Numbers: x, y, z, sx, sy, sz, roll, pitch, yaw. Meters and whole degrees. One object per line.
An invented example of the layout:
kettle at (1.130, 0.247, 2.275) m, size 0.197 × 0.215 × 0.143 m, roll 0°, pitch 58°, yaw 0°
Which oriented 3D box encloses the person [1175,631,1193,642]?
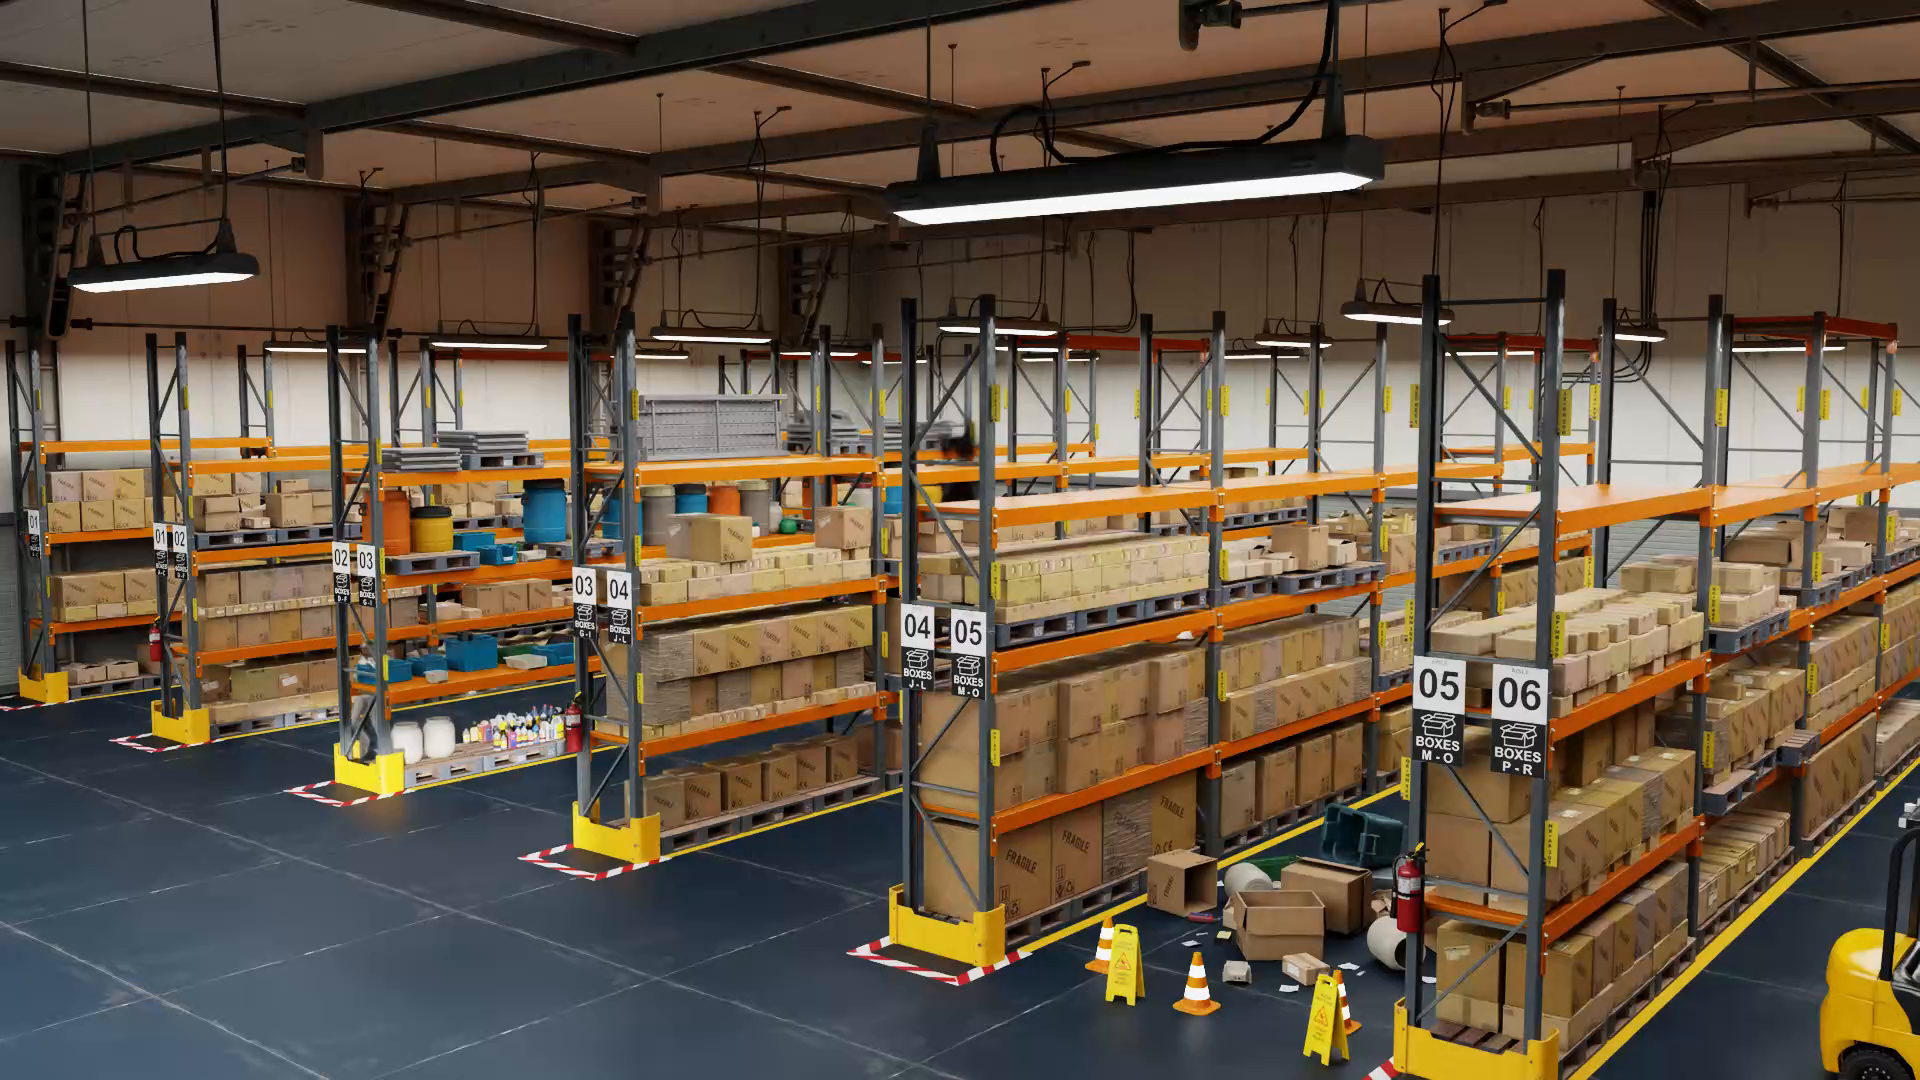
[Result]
person at (2.891, 2.058, 21.708) m, size 0.712 × 1.749 × 0.739 m, roll 4°, pitch 7°, yaw 41°

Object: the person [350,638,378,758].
person at (-8.337, 2.222, 23.400) m, size 0.548 × 1.715 × 0.696 m, roll 2°, pitch 6°, yaw 23°

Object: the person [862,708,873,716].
person at (-1.332, 1.796, 25.100) m, size 0.615 × 1.668 × 0.555 m, roll 2°, pitch 6°, yaw 24°
